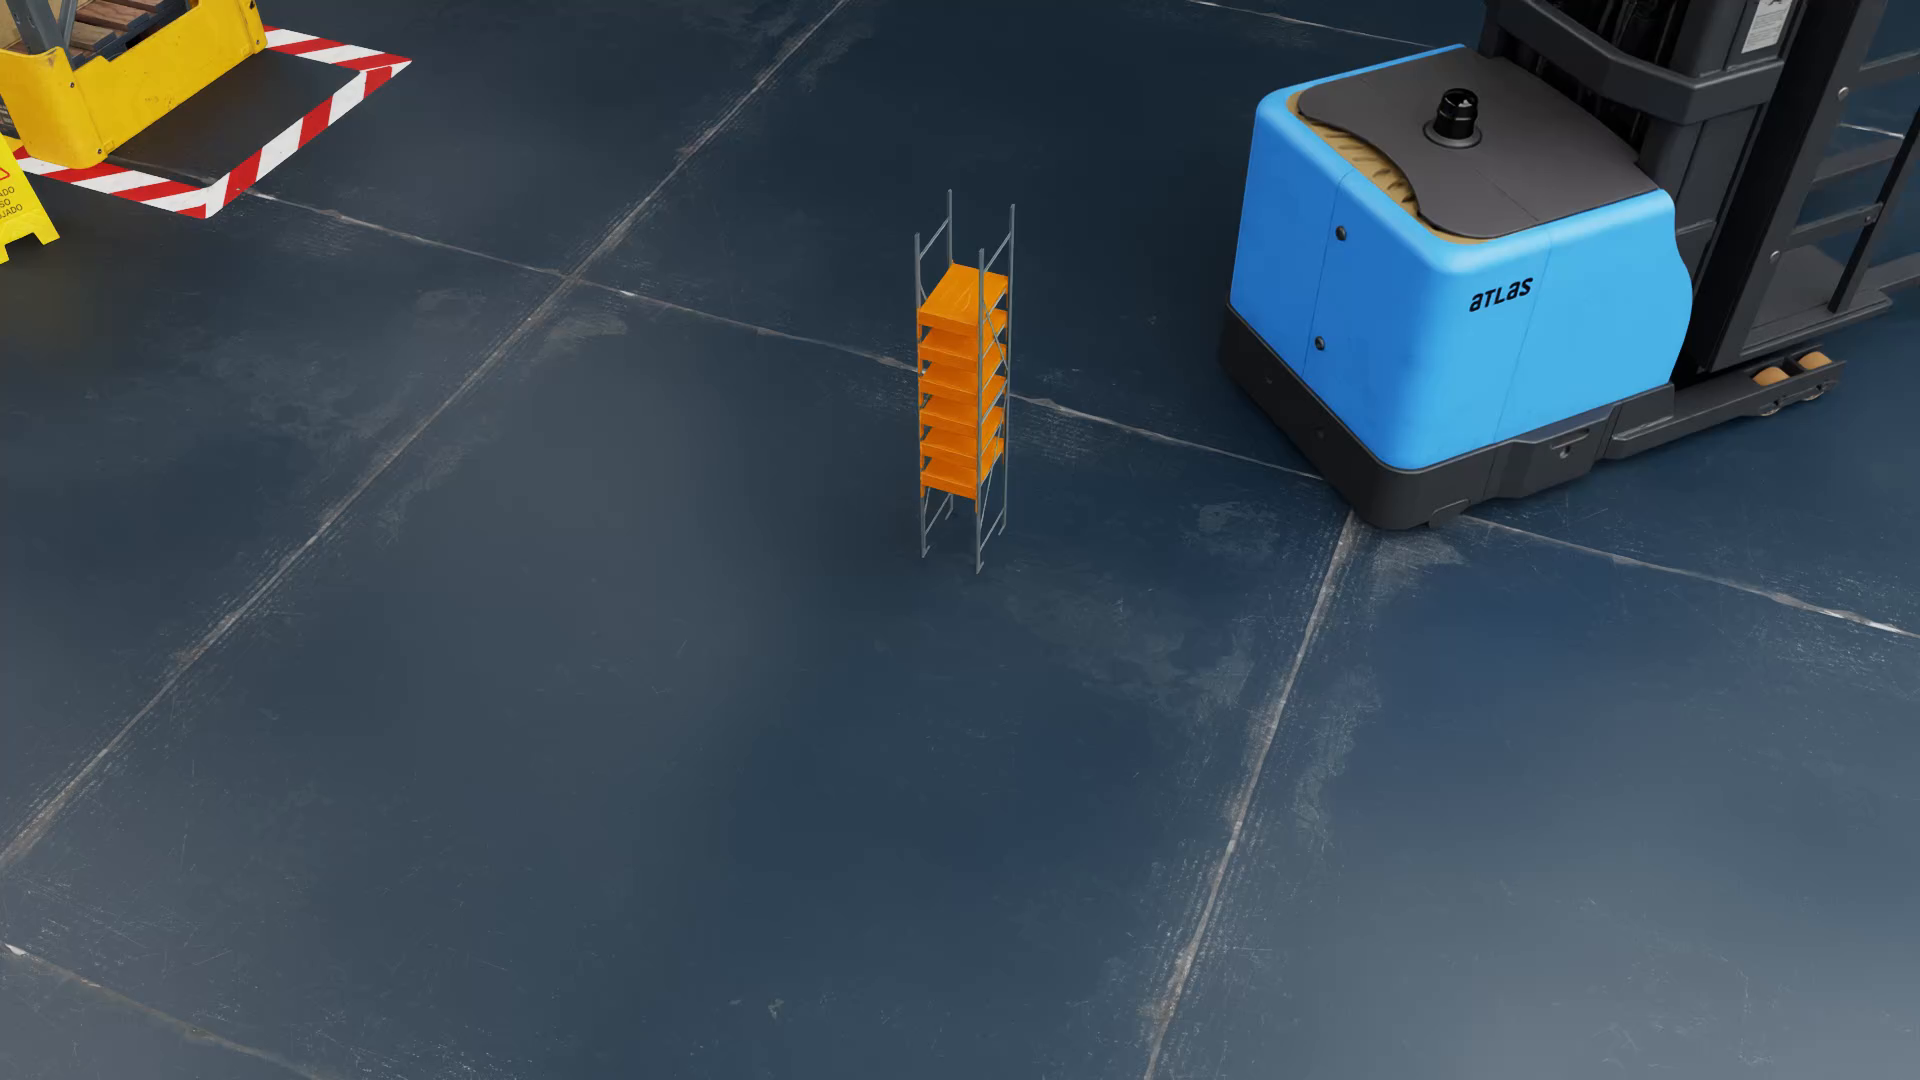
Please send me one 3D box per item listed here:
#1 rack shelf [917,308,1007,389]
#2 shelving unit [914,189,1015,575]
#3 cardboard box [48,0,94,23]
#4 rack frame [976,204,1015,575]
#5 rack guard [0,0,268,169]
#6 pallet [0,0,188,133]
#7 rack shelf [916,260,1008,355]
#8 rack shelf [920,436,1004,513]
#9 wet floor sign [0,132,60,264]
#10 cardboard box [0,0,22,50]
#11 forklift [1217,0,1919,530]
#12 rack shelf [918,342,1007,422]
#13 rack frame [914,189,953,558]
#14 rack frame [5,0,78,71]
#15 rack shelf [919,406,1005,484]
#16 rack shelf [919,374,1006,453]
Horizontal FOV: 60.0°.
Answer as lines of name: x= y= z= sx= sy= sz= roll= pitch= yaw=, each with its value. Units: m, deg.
rack shelf: x=0.013 y=-0.560 z=4.685 sx=0.180 sy=0.103 sz=0.258 roll=16 pitch=47 yaw=16
shelving unit: x=0.013 y=-0.421 z=4.823 sx=0.189 sy=1.200 sz=0.258 roll=16 pitch=47 yaw=16
cardboard box: x=-4.052 y=-2.537 z=7.325 sx=0.500 sy=0.250 sz=0.500 roll=16 pitch=47 yaw=16
rack frame: x=0.098 y=-0.397 z=4.798 sx=0.006 sy=1.200 sz=0.240 roll=16 pitch=47 yaw=16
rack guard: x=-3.484 y=-2.098 z=7.004 sx=0.348 sy=0.500 sz=1.175 roll=16 pitch=47 yaw=16
pallet: x=-4.221 y=-2.239 z=7.351 sx=1.213 sy=0.211 sz=1.003 roll=16 pitch=47 yaw=16
rack shelf: x=0.013 y=-0.645 z=4.600 sx=0.180 sy=0.103 sz=0.258 roll=16 pitch=47 yaw=16
rack shelf: x=0.013 y=-0.220 z=5.023 sx=0.180 sy=0.103 sz=0.258 roll=16 pitch=47 yaw=16
wet floor sign: x=-3.651 y=-1.381 z=6.180 sx=0.232 sy=0.644 sz=0.267 roll=33 pitch=54 yaw=29
cardboard box: x=-4.286 y=-2.189 z=6.975 sx=0.500 sy=0.250 sz=0.500 roll=16 pitch=47 yaw=16
forklift: x=2.456 y=-1.782 z=4.963 sx=3.031 sy=2.935 sz=1.130 roll=-18 pitch=48 yaw=-17
rack shelf: x=0.013 y=-0.475 z=4.770 sx=0.180 sy=0.103 sz=0.258 roll=16 pitch=47 yaw=16
rack frame: x=-0.071 y=-0.446 z=4.848 sx=0.006 sy=1.200 sz=0.240 roll=16 pitch=47 yaw=16
rack frame: x=-3.414 y=-2.964 z=6.102 sx=0.127 sy=3.000 sz=1.000 roll=16 pitch=47 yaw=16
rack shelf: x=0.013 y=-0.305 z=4.939 sx=0.180 sy=0.103 sz=0.258 roll=16 pitch=47 yaw=16
rack shelf: x=0.013 y=-0.390 z=4.854 sx=0.180 sy=0.103 sz=0.258 roll=16 pitch=47 yaw=16
